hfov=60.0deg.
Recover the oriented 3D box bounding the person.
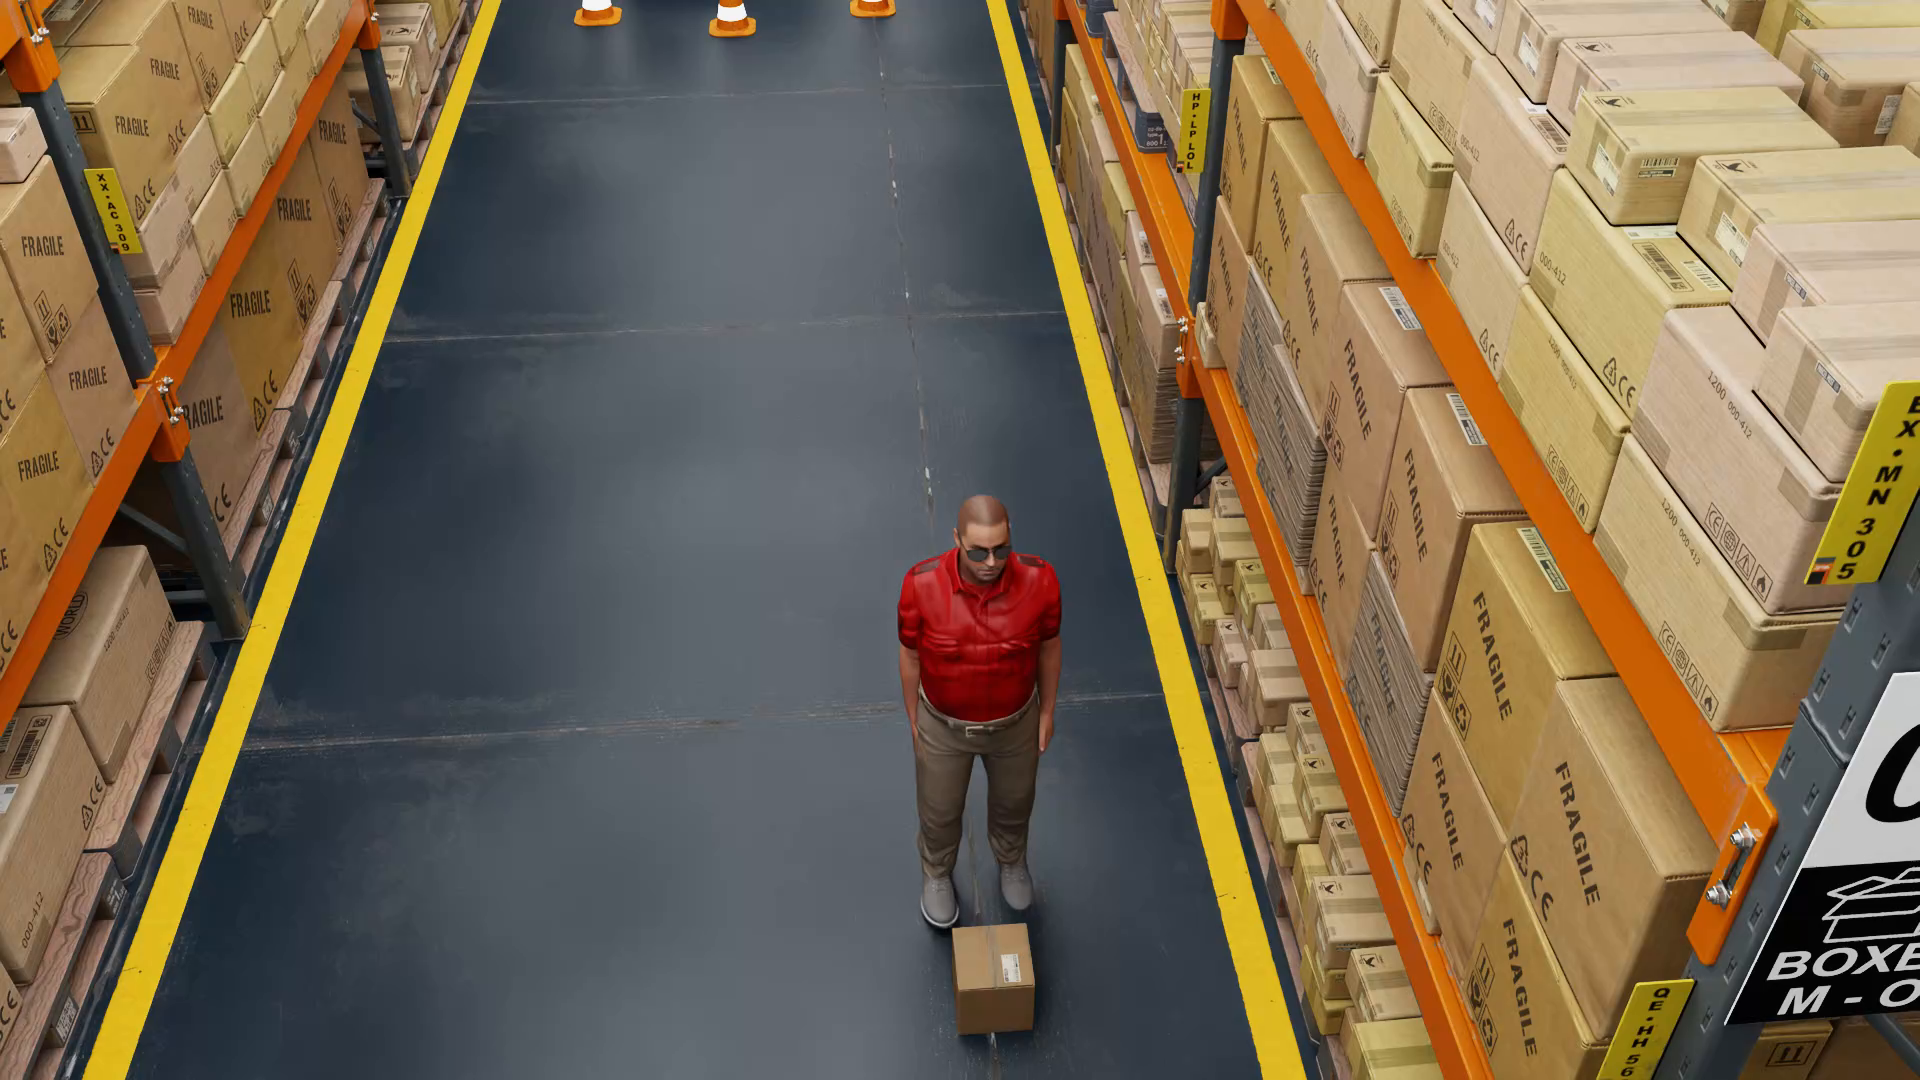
[{"bbox_3d":[0.070,0.593,5.464,0.526,1.757,0.392,-3,39,-3],"label":"person"}]
